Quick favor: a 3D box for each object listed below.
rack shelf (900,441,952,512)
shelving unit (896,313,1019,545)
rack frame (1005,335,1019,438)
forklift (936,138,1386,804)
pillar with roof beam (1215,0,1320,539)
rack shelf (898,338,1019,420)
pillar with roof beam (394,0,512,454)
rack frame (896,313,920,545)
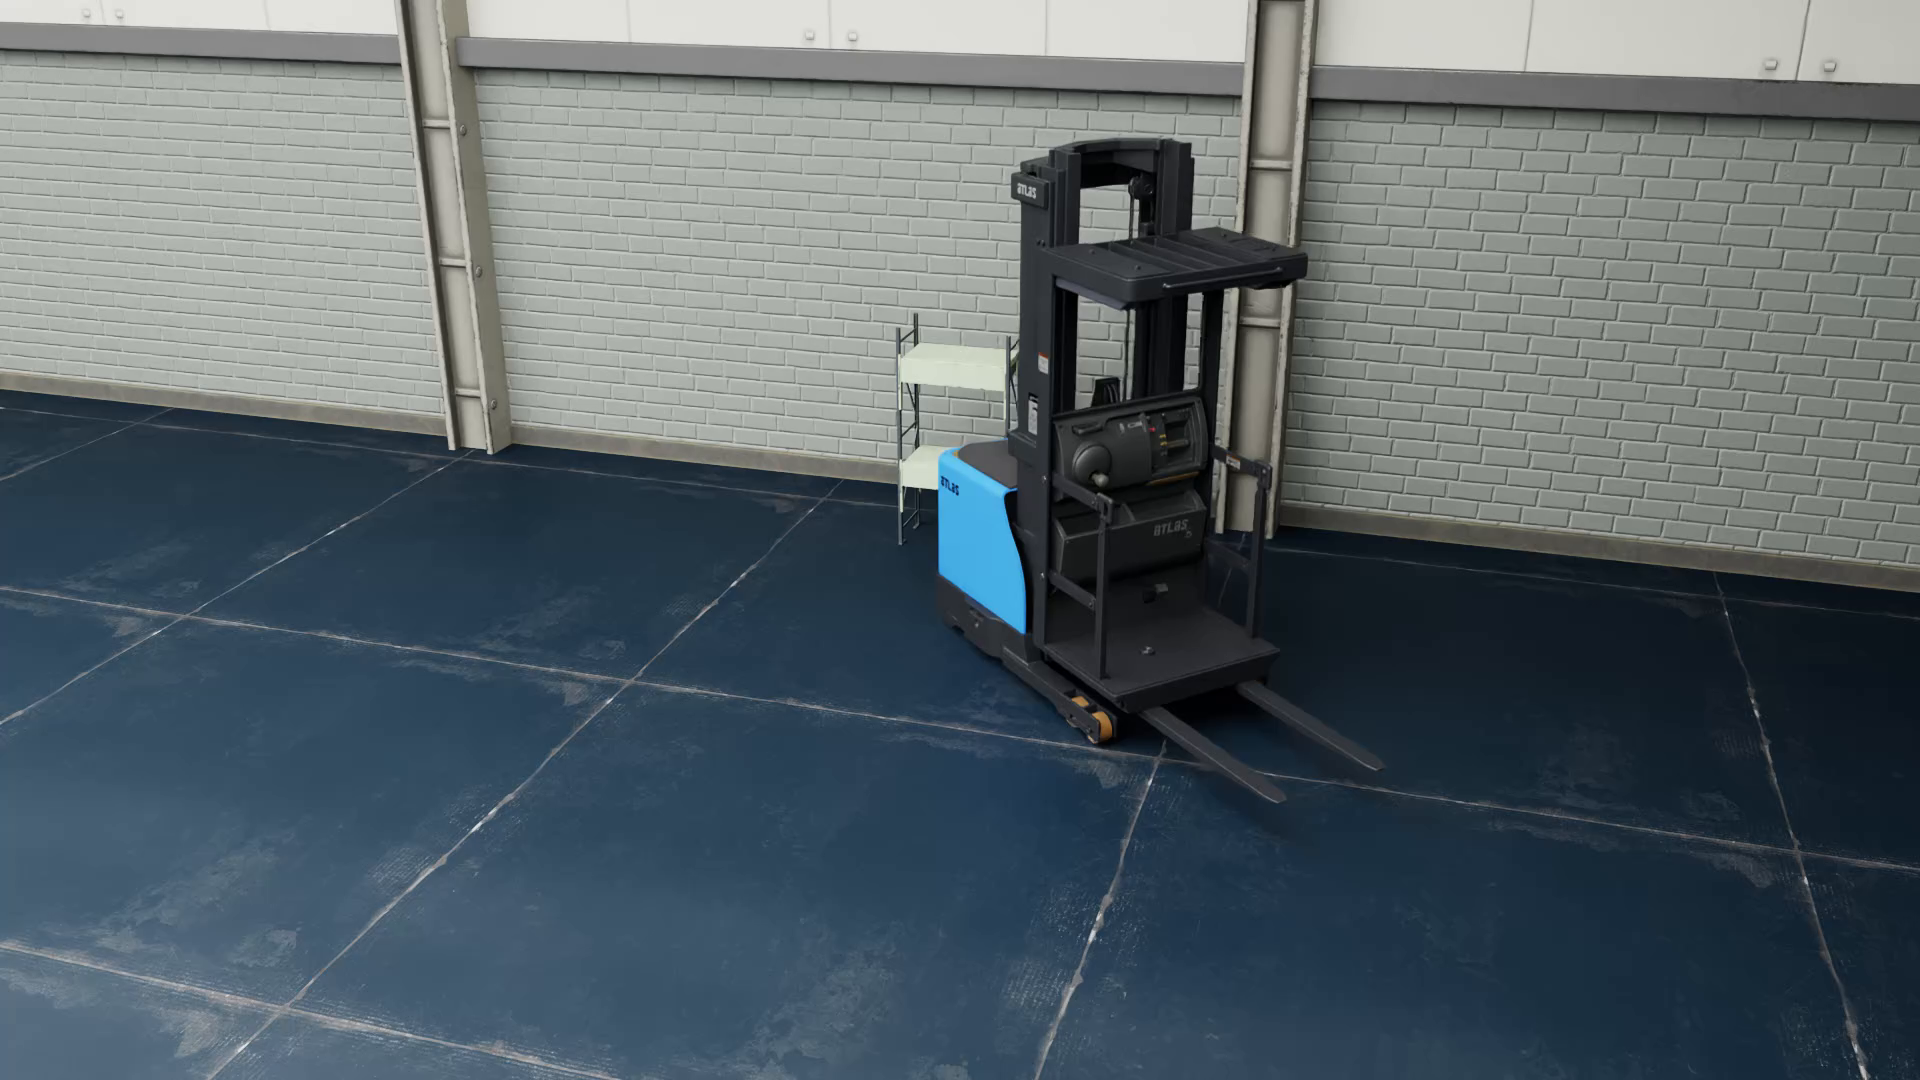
[{"bbox_3d":[0.006,-0.392,11.107,0.720,0.370,0.431,7,23,16],"label":"rack shelf"},{"bbox_3d":[0.006,-0.693,10.984,0.755,1.500,0.431,7,23,16],"label":"shelving unit"},{"bbox_3d":[0.357,-0.653,10.886,0.023,1.500,0.400,7,23,16],"label":"rack frame"},{"bbox_3d":[1.019,-0.491,8.605,1.130,2.935,3.031,-12,25,-27],"label":"forklift"},{"bbox_3d":[0.737,-2.684,5.955,0.400,9.000,9.100,7,23,16],"label":"pillar with roof beam"},{"bbox_3d":[0.006,-1.054,10.836,0.720,0.370,0.431,7,23,16],"label":"rack shelf"},{"bbox_3d":[-5.007,-3.341,7.558,0.400,9.000,9.100,7,23,16],"label":"pillar with roof beam"},{"bbox_3d":[-0.344,-0.733,11.081,0.023,1.500,0.400,7,23,16],"label":"rack frame"}]
